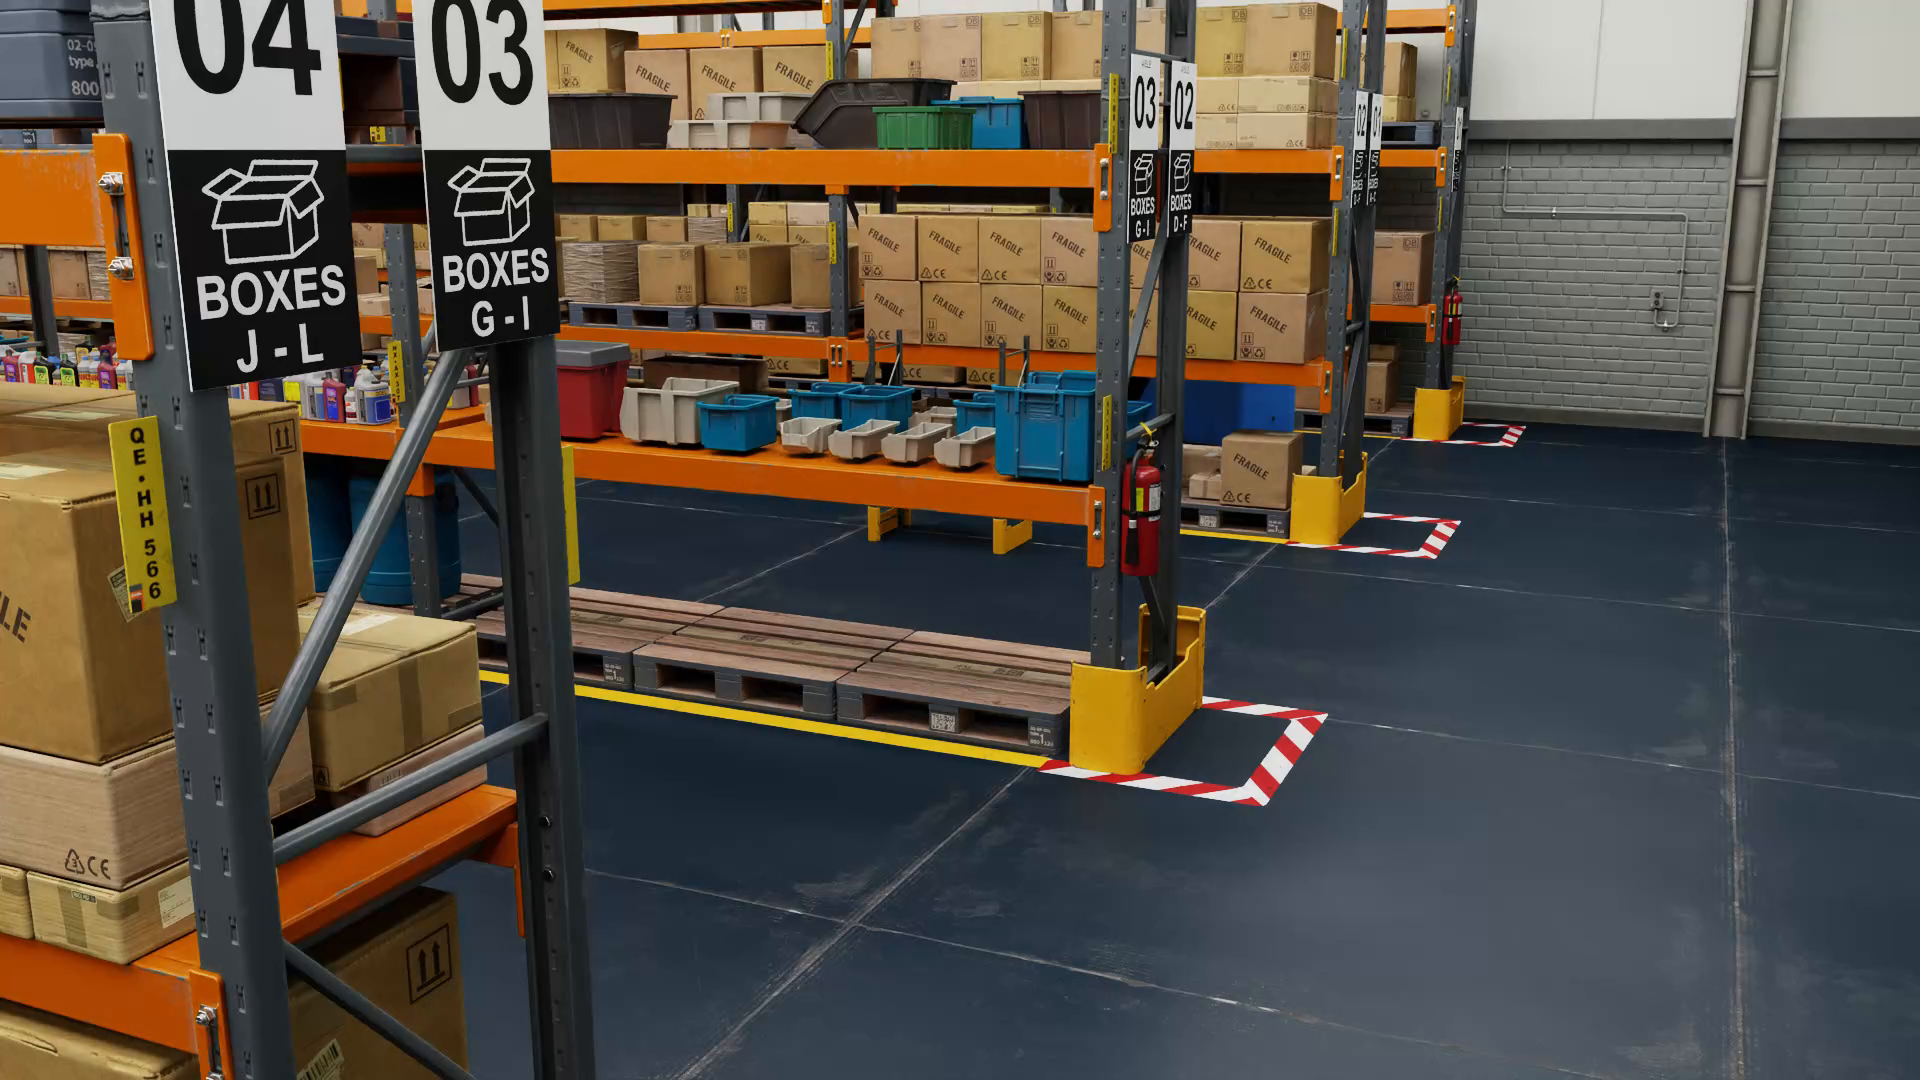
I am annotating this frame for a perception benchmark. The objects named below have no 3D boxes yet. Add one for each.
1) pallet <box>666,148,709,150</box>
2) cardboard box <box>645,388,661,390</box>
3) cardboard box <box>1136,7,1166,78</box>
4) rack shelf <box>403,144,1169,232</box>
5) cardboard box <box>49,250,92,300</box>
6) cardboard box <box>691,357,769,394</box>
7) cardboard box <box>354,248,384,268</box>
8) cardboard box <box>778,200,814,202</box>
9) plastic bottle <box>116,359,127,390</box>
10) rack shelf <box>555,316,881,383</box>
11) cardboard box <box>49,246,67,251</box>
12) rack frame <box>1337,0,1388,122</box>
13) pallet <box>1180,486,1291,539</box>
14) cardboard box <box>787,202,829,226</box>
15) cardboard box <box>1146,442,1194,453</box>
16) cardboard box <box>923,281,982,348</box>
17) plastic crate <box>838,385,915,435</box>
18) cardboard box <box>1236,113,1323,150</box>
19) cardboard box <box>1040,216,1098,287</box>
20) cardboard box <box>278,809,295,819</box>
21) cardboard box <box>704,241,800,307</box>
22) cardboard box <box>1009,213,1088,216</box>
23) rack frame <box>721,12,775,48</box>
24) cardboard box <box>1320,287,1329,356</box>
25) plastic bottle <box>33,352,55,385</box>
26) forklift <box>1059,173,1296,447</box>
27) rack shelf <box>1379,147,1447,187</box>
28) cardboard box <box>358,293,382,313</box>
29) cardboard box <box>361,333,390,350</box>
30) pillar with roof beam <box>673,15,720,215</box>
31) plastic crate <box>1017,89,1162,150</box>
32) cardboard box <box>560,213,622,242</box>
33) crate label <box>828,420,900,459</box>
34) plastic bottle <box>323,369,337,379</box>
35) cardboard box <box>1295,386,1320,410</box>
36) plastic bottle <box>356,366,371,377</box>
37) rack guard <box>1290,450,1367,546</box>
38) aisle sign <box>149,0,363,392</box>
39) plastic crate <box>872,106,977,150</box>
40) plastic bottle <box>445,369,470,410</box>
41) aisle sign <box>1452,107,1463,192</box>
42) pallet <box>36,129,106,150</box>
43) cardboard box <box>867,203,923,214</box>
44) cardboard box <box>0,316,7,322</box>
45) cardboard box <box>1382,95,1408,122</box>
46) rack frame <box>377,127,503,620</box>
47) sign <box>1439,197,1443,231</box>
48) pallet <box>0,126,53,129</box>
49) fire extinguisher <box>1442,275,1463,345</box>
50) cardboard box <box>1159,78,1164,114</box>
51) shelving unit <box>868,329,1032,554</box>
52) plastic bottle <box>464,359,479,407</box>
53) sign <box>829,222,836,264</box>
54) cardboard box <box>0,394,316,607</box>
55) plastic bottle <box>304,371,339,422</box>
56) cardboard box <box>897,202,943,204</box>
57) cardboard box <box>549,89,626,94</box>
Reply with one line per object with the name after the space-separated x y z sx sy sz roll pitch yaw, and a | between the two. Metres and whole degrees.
-2.307 -3.454 14.254 1.003 0.211 1.213 6 14 23 | pallet
-2.541 -1.150 15.096 0.500 0.500 0.500 5 14 21 | cardboard box
1.468 -3.673 12.366 0.500 0.500 0.700 6 14 23 | cardboard box
-0.971 -1.806 8.393 4.000 0.370 1.077 6 14 23 | rack shelf
-8.997 -2.791 17.364 0.500 0.500 0.700 6 14 23 | cardboard box
-2.048 -1.465 14.801 0.500 0.250 0.500 6 14 23 | cardboard box
-7.575 -3.699 21.735 0.500 0.250 0.500 6 14 23 | cardboard box
-1.924 -3.901 19.756 0.500 0.250 0.500 6 15 25 | cardboard box
-5.041 -0.957 10.050 0.097 0.271 0.097 0 13 0 | plastic bottle
-2.618 -1.750 14.720 4.000 0.370 1.077 6 14 23 | rack shelf
-9.146 -3.071 17.138 0.250 0.149 0.380 6 14 23 | cardboard box
2.867 -4.465 11.587 0.127 3.000 1.000 6 14 23 | rack frame
2.069 -0.268 12.934 1.213 0.211 1.003 6 14 23 | pallet
-1.642 -3.743 19.085 0.500 0.250 0.500 6 14 22 | cardboard box
1.571 -0.622 13.397 0.500 0.250 0.500 6 14 23 | cardboard box
0.035 -1.813 13.195 0.500 0.500 0.500 6 15 24 | cardboard box
-0.438 -0.672 8.786 0.300 0.233 0.416 6 14 23 | plastic crate
2.291 -2.925 11.915 0.500 0.250 0.500 6 14 23 | cardboard box
0.941 -2.205 12.679 0.500 0.500 0.500 6 15 25 | cardboard box
-1.574 0.521 4.018 0.250 0.149 0.380 6 14 22 | cardboard box
-1.787 -2.309 14.391 0.500 0.500 0.700 8 16 32 | cardboard box
0.708 -2.364 13.356 0.500 0.500 0.500 6 14 24 | cardboard box
-2.444 -6.241 19.152 0.127 3.000 1.000 6 14 23 | rack frame
2.569 -1.690 12.670 0.500 0.500 0.500 6 15 24 | cardboard box
-5.665 -1.022 10.298 0.133 0.283 0.061 6 14 23 | plastic bottle
1.580 -2.228 15.332 3.031 2.935 1.130 11 17 40 | forklift
3.042 -3.875 17.211 4.000 0.370 1.077 6 14 23 | rack shelf
-5.636 -2.269 15.908 0.250 0.149 0.380 7 15 27 | cardboard box
-7.990 -2.844 22.316 0.500 0.500 0.700 5 14 20 | cardboard box
-5.026 -5.643 16.603 0.400 9.000 9.100 6 14 23 | pillar with roof beam
0.619 -2.001 7.937 0.590 0.269 0.497 6 14 23 | plastic crate
-4.527 -3.791 20.664 0.500 0.500 0.700 8 15 31 | cardboard box
-0.485 -0.500 8.263 0.243 0.136 0.396 6 14 23 | crate label
-3.714 -0.903 9.647 0.185 0.351 0.144 6 14 23 | plastic bottle
3.732 -1.657 17.305 0.500 0.500 0.700 6 14 23 | cardboard box
-3.676 -0.975 10.277 0.097 0.201 0.097 0 13 0 | plastic bottle
2.798 -0.335 12.588 0.348 0.500 1.175 6 14 23 | rack guard
-1.204 -0.672 2.863 0.004 0.787 0.394 6 14 23 | aisle sign
-0.160 -1.899 7.681 0.336 0.188 0.450 6 14 23 | plastic crate
-3.027 -0.961 9.891 0.185 0.351 0.144 6 14 23 | plastic bottle
4.815 -3.776 16.091 0.004 0.787 0.394 6 14 23 | aisle sign
-4.594 -2.406 9.788 1.213 0.211 1.003 6 14 23 | pallet
-0.714 -3.652 18.695 0.500 0.250 0.500 5 14 22 | cardboard box
-11.151 -2.269 18.815 0.500 0.500 0.500 6 14 23 | cardboard box
4.093 -4.233 16.351 0.500 0.250 0.500 6 15 25 | cardboard box
-2.799 -0.881 9.442 0.127 3.000 1.000 6 14 23 | rack frame
4.638 -3.147 16.046 0.005 0.325 0.100 6 14 23 | sign
-2.950 -1.072 3.886 1.213 0.211 1.003 6 14 23 | pallet
4.821 -2.250 16.264 0.183 0.674 0.296 6 14 23 | fire extinguisher
1.382 -3.263 12.263 0.500 0.250 0.500 6 14 23 | cardboard box
-0.070 -0.737 12.114 1.083 1.500 0.587 6 14 23 | shelving unit
-2.962 -0.947 9.980 0.133 0.283 0.061 6 14 23 | plastic bottle
-1.011 -2.362 13.222 0.005 0.325 0.100 6 14 23 | sign
-1.935 -0.060 3.980 0.500 0.500 0.500 5 14 22 | cardboard box
-3.625 -0.823 9.468 0.135 0.276 0.152 6 14 23 | plastic bottle
-0.519 -3.757 19.143 0.500 0.250 0.500 5 14 22 | cardboard box
-3.093 -3.665 14.525 0.500 0.500 0.910 6 14 23 | cardboard box
